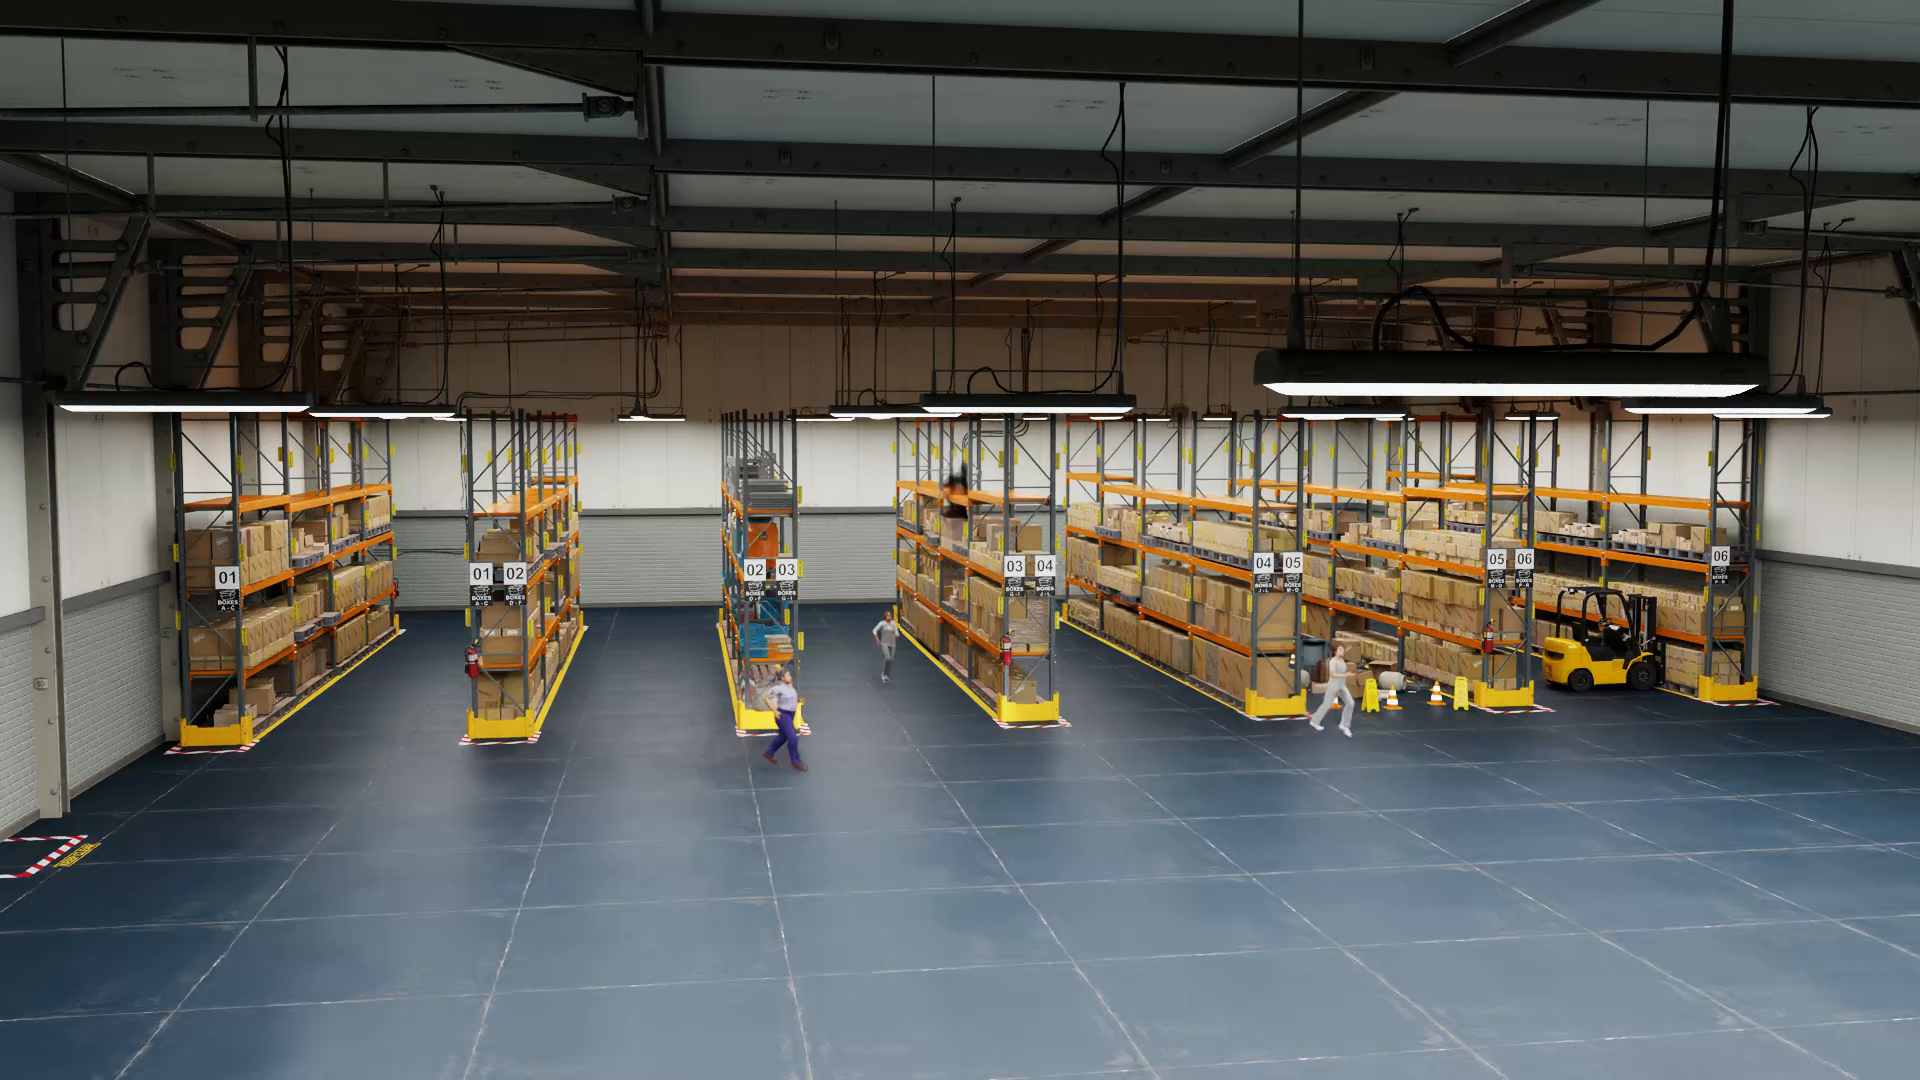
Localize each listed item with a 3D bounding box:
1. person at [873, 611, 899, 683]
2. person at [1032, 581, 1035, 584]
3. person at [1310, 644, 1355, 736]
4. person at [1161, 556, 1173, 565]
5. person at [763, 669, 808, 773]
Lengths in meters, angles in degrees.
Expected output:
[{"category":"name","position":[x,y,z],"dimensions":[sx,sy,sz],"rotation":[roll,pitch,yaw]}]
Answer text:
[{"category":"person","position":[-1.599,2.359,36.753],"dimensions":[0.505,1.597,0.667],"rotation":[-2,4,-26]},{"category":"person","position":[1.852,1.497,48.228],"dimensions":[0.669,1.746,0.644],"rotation":[2,4,22]},{"category":"person","position":[6.912,2.751,30.693],"dimensions":[0.882,1.708,0.572],"rotation":[4,6,45]},{"category":"person","position":[6.301,1.322,50.424],"dimensions":[0.904,1.824,0.696],"rotation":[0,4,-4]},{"category":"person","position":[-2.899,2.974,27.517],"dimensions":[0.873,1.674,0.594],"rotation":[1,4,16]}]
